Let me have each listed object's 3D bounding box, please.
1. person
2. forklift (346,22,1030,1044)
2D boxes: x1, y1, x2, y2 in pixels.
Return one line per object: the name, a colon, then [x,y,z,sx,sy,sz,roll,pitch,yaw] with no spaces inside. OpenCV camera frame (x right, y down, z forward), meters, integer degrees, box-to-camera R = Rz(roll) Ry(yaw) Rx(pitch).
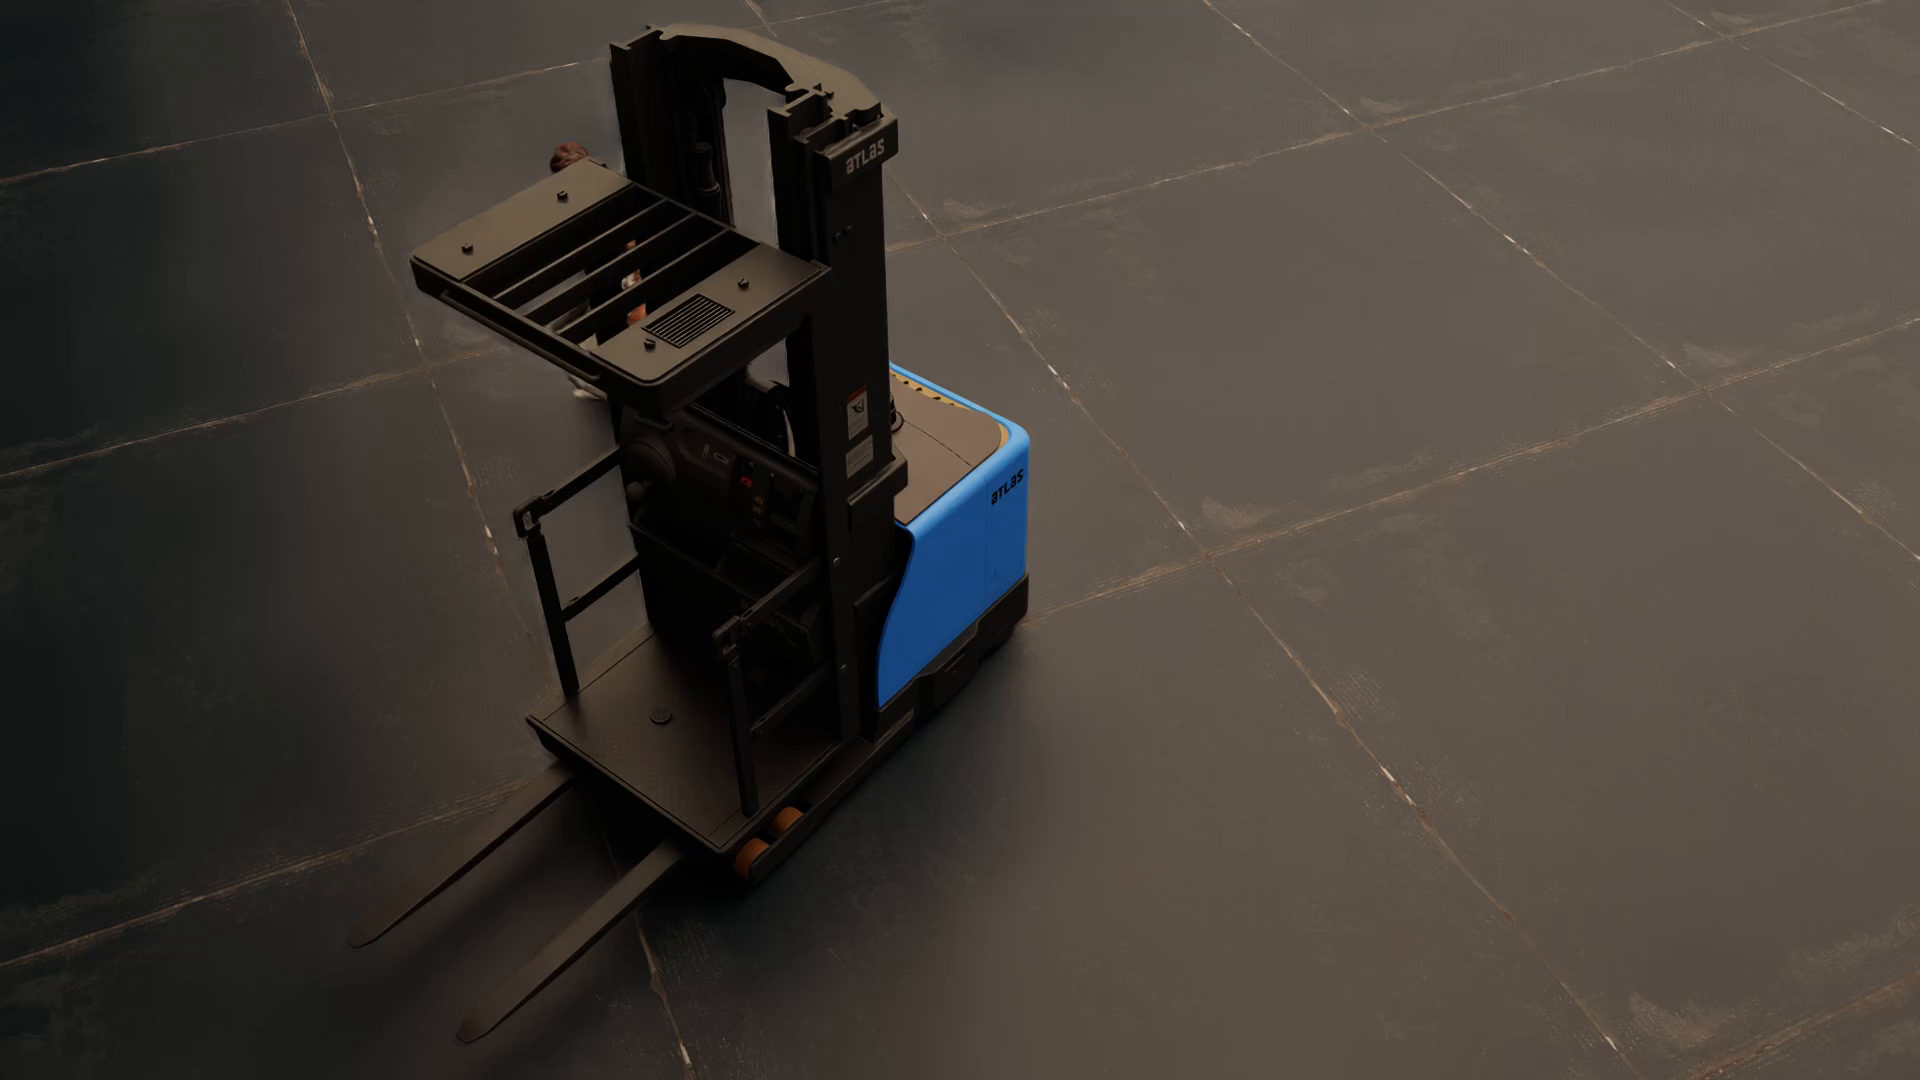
person: [-1.750,-1.196,8.002,0.496,1.561,0.878,-17,46,-17]
forklift: [-1.005,-0.143,5.834,1.130,2.935,3.031,28,50,27]
